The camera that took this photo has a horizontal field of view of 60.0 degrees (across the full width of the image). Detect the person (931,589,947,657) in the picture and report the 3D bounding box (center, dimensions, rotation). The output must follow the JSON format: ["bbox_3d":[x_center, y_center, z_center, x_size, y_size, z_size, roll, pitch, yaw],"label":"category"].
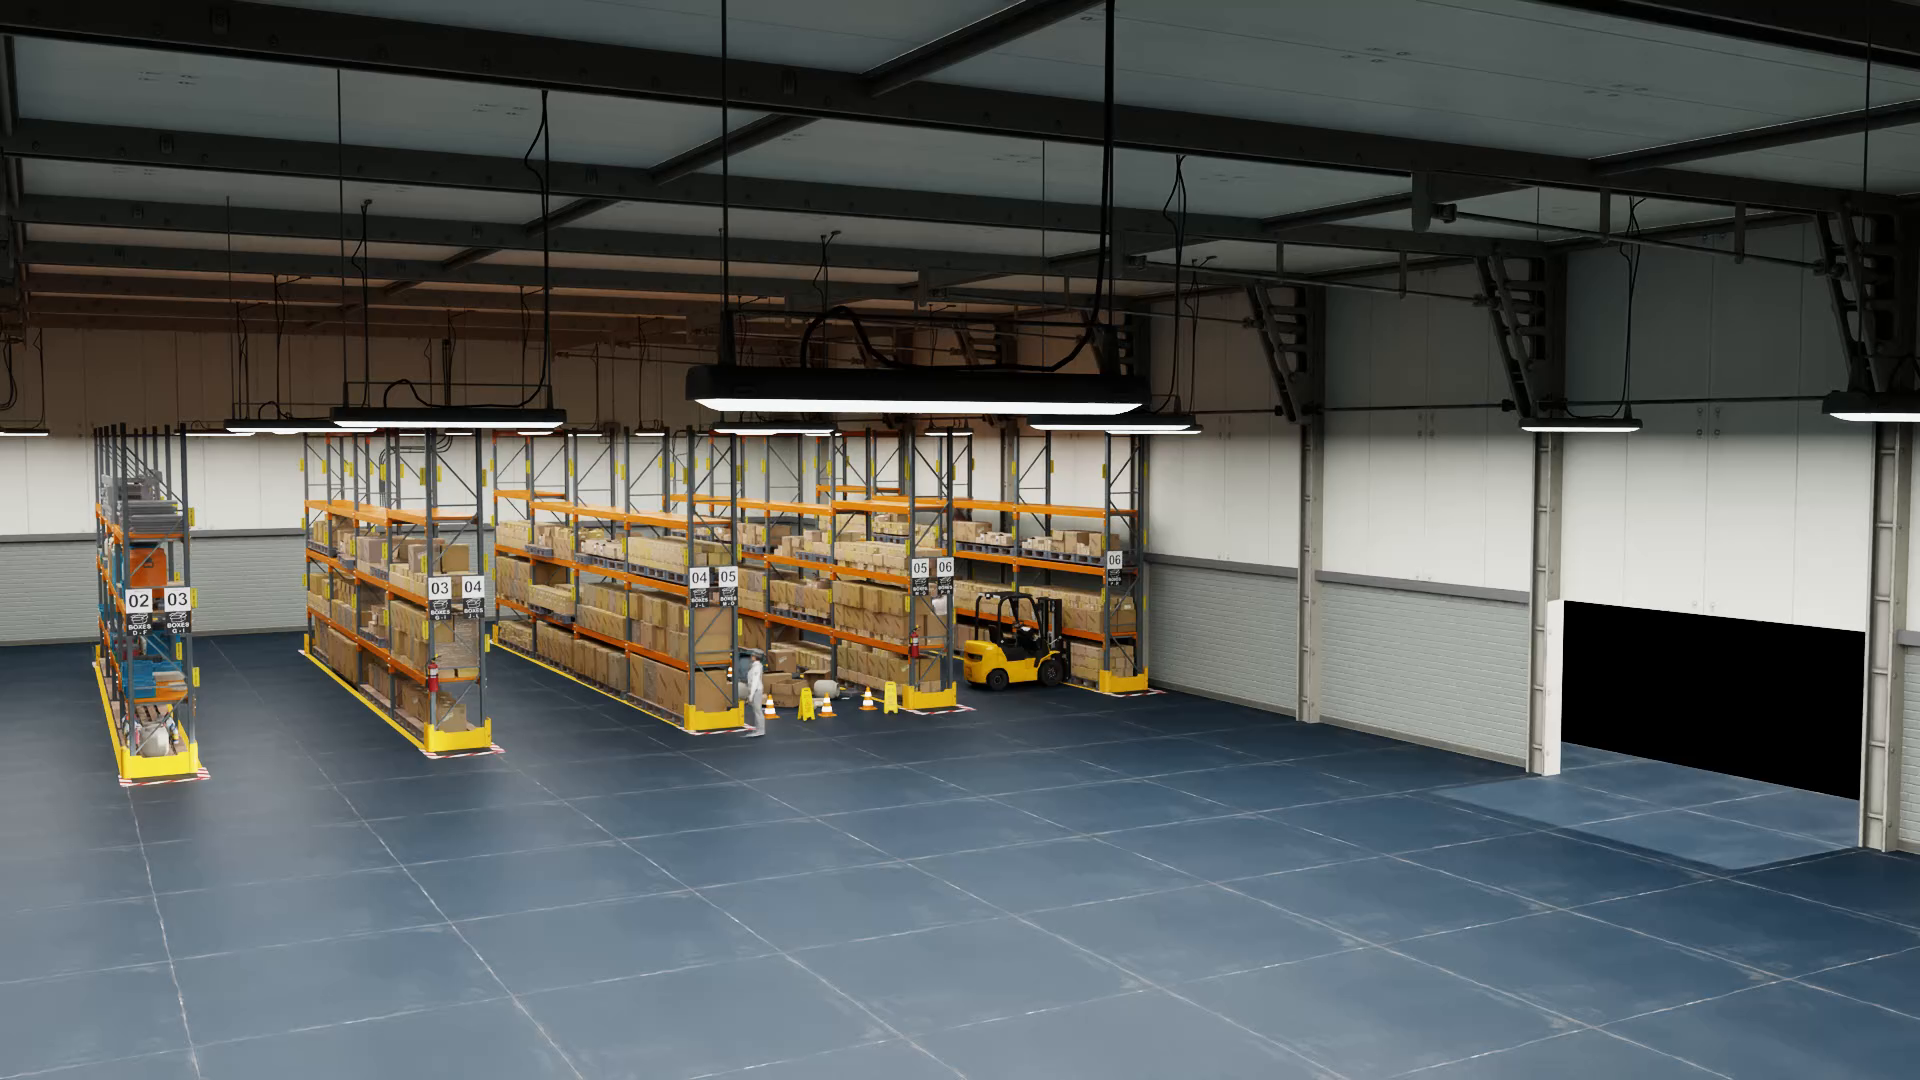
[{"bbox_3d":[-0.574,2.102,42.104,0.538,1.806,0.659,-3,4,-40],"label":"person"}]

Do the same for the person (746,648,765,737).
[{"bbox_3d":[-3.956,2.940,32.106,0.363,1.709,0.529,0,3,-8],"label":"person"}]
